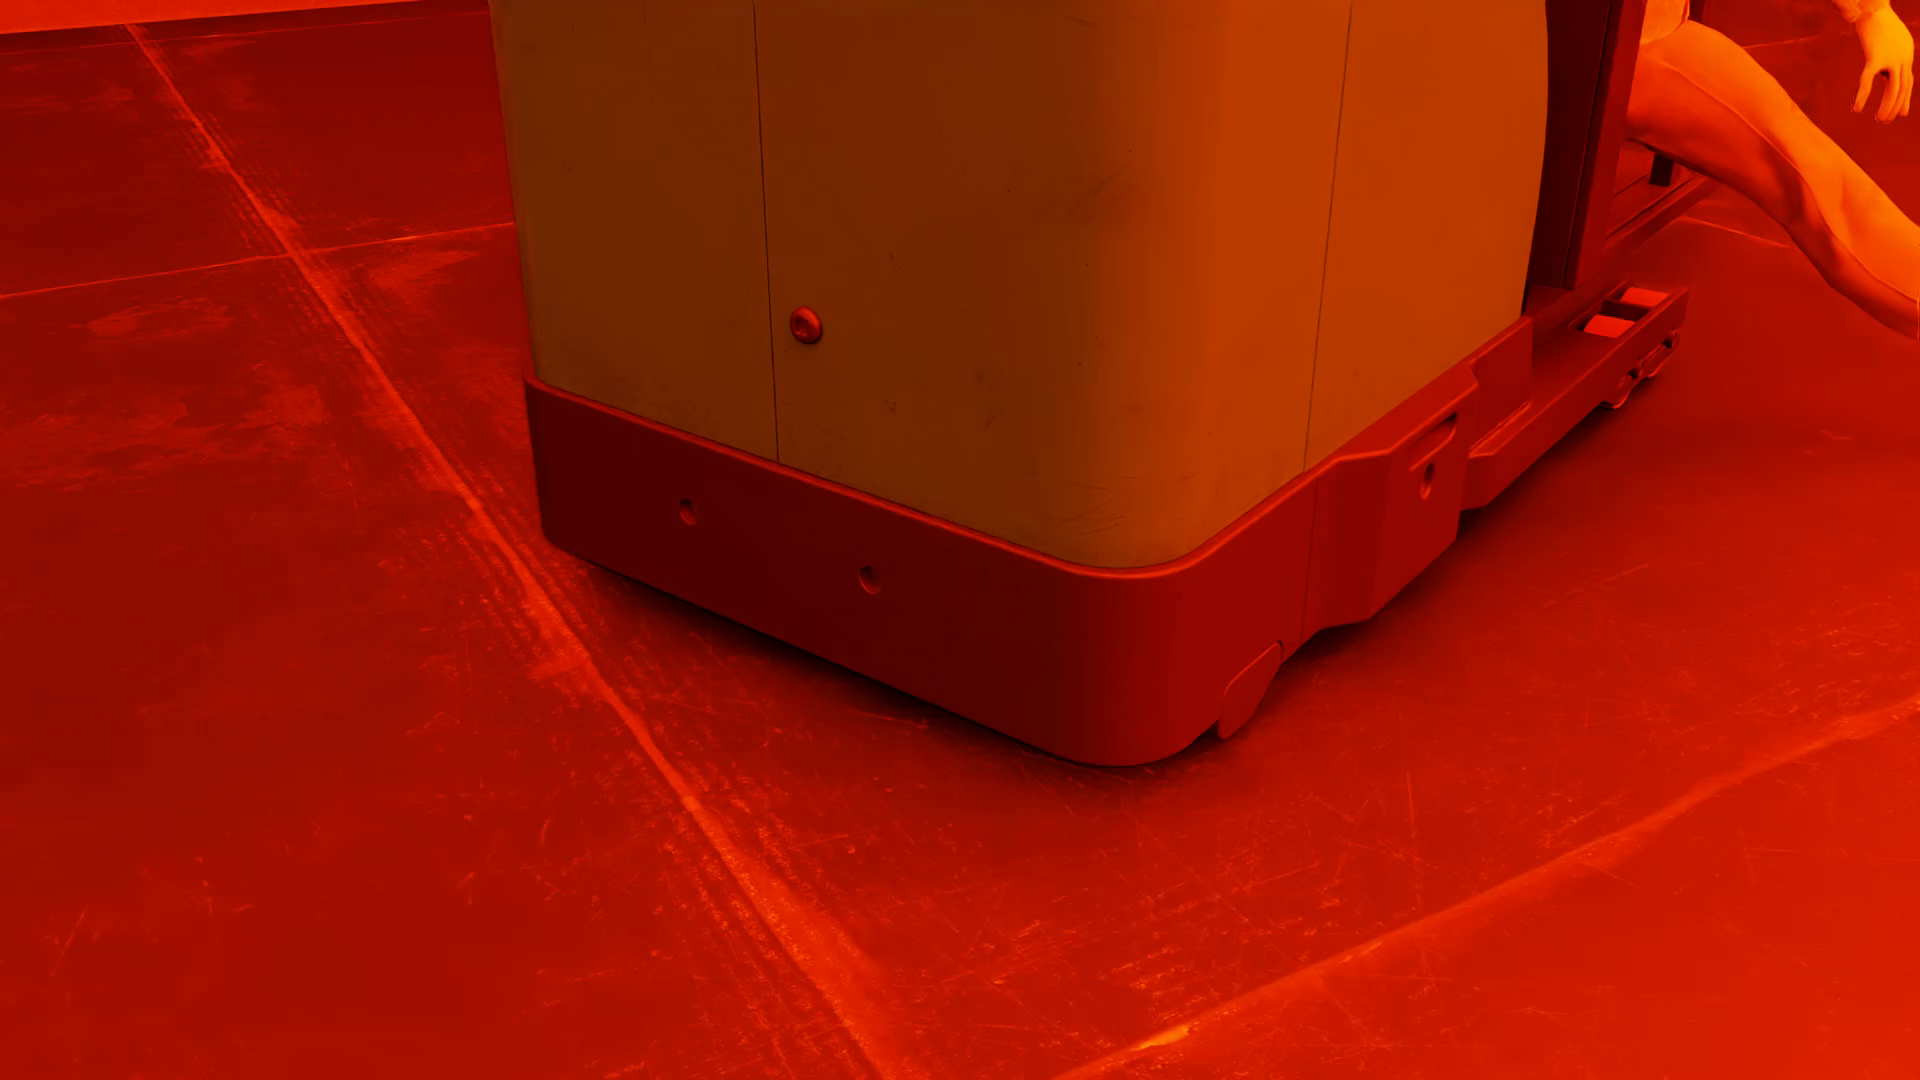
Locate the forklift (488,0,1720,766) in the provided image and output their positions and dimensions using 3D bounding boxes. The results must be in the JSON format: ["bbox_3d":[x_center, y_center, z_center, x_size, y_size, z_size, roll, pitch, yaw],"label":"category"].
[{"bbox_3d":[0.697,-1.660,2.532,1.130,2.935,3.031,19,33,33],"label":"forklift"}]

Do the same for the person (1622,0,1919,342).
[{"bbox_3d":[1.310,-0.918,2.774,1.124,1.422,0.912,-3,27,-6],"label":"person"}]
